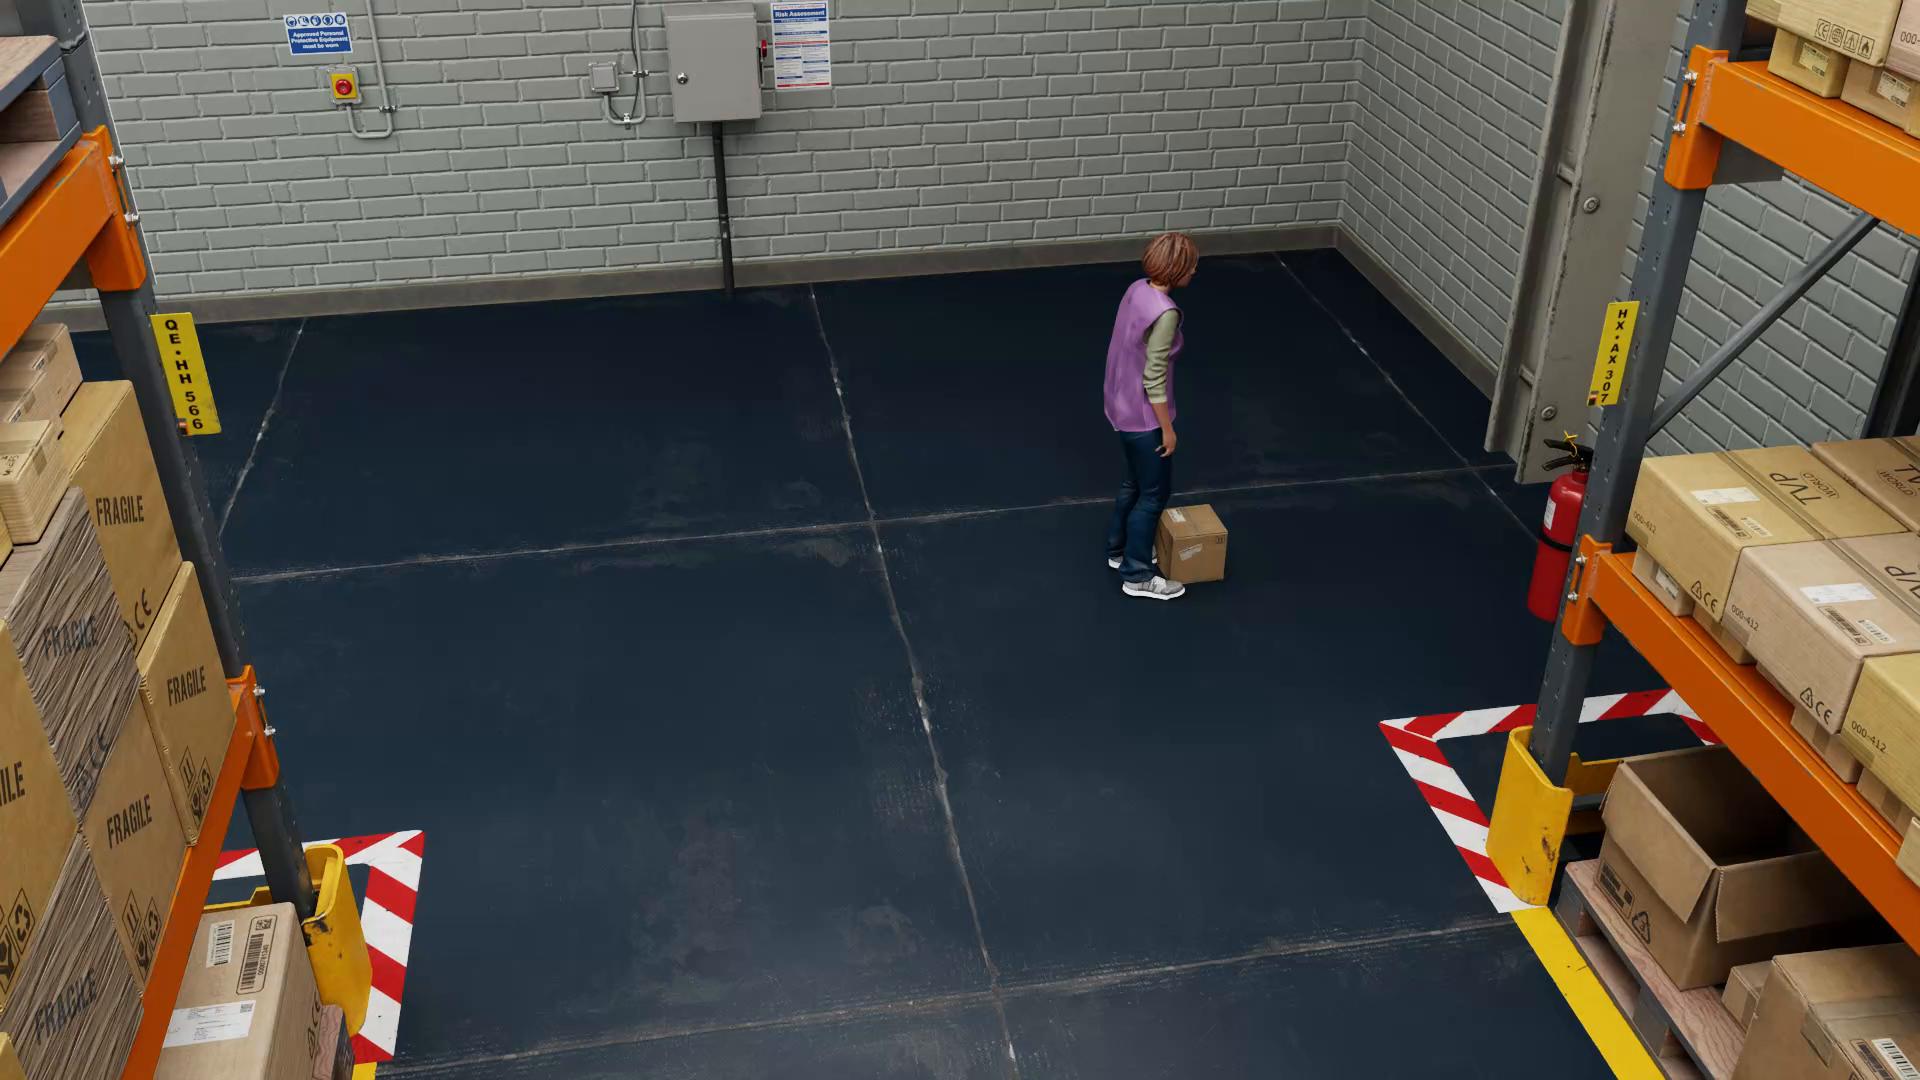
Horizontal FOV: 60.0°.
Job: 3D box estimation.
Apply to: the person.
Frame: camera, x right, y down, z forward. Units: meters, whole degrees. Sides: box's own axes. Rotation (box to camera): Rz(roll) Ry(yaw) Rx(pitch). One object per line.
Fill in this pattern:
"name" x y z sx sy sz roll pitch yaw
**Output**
"person" 0.788 -0.526 7.015 0.344 1.593 0.463 -5 32 -9
